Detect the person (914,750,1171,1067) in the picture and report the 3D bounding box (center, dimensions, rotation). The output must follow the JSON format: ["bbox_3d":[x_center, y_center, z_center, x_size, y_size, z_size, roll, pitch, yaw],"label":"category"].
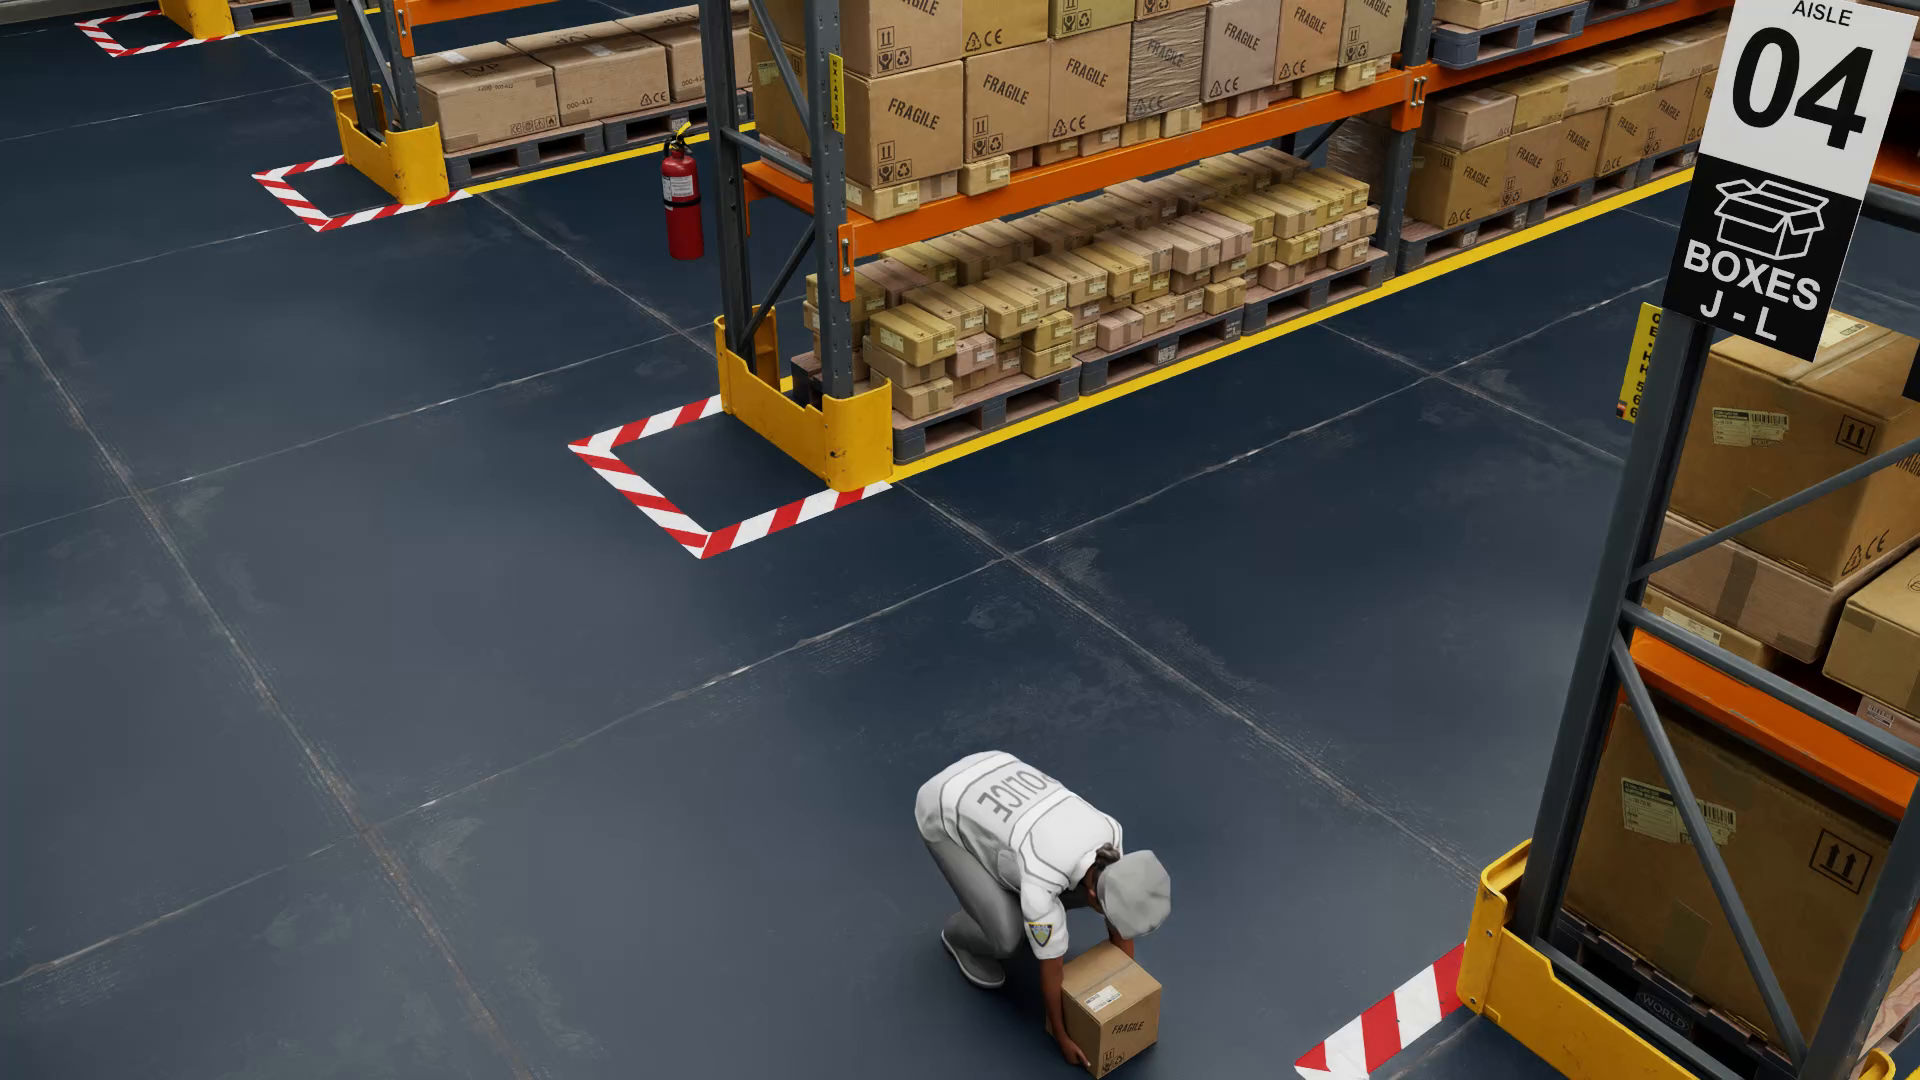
[{"bbox_3d":[0.254,1.115,5.247,0.458,0.764,0.927,-24,39,-32],"label":"person"}]
